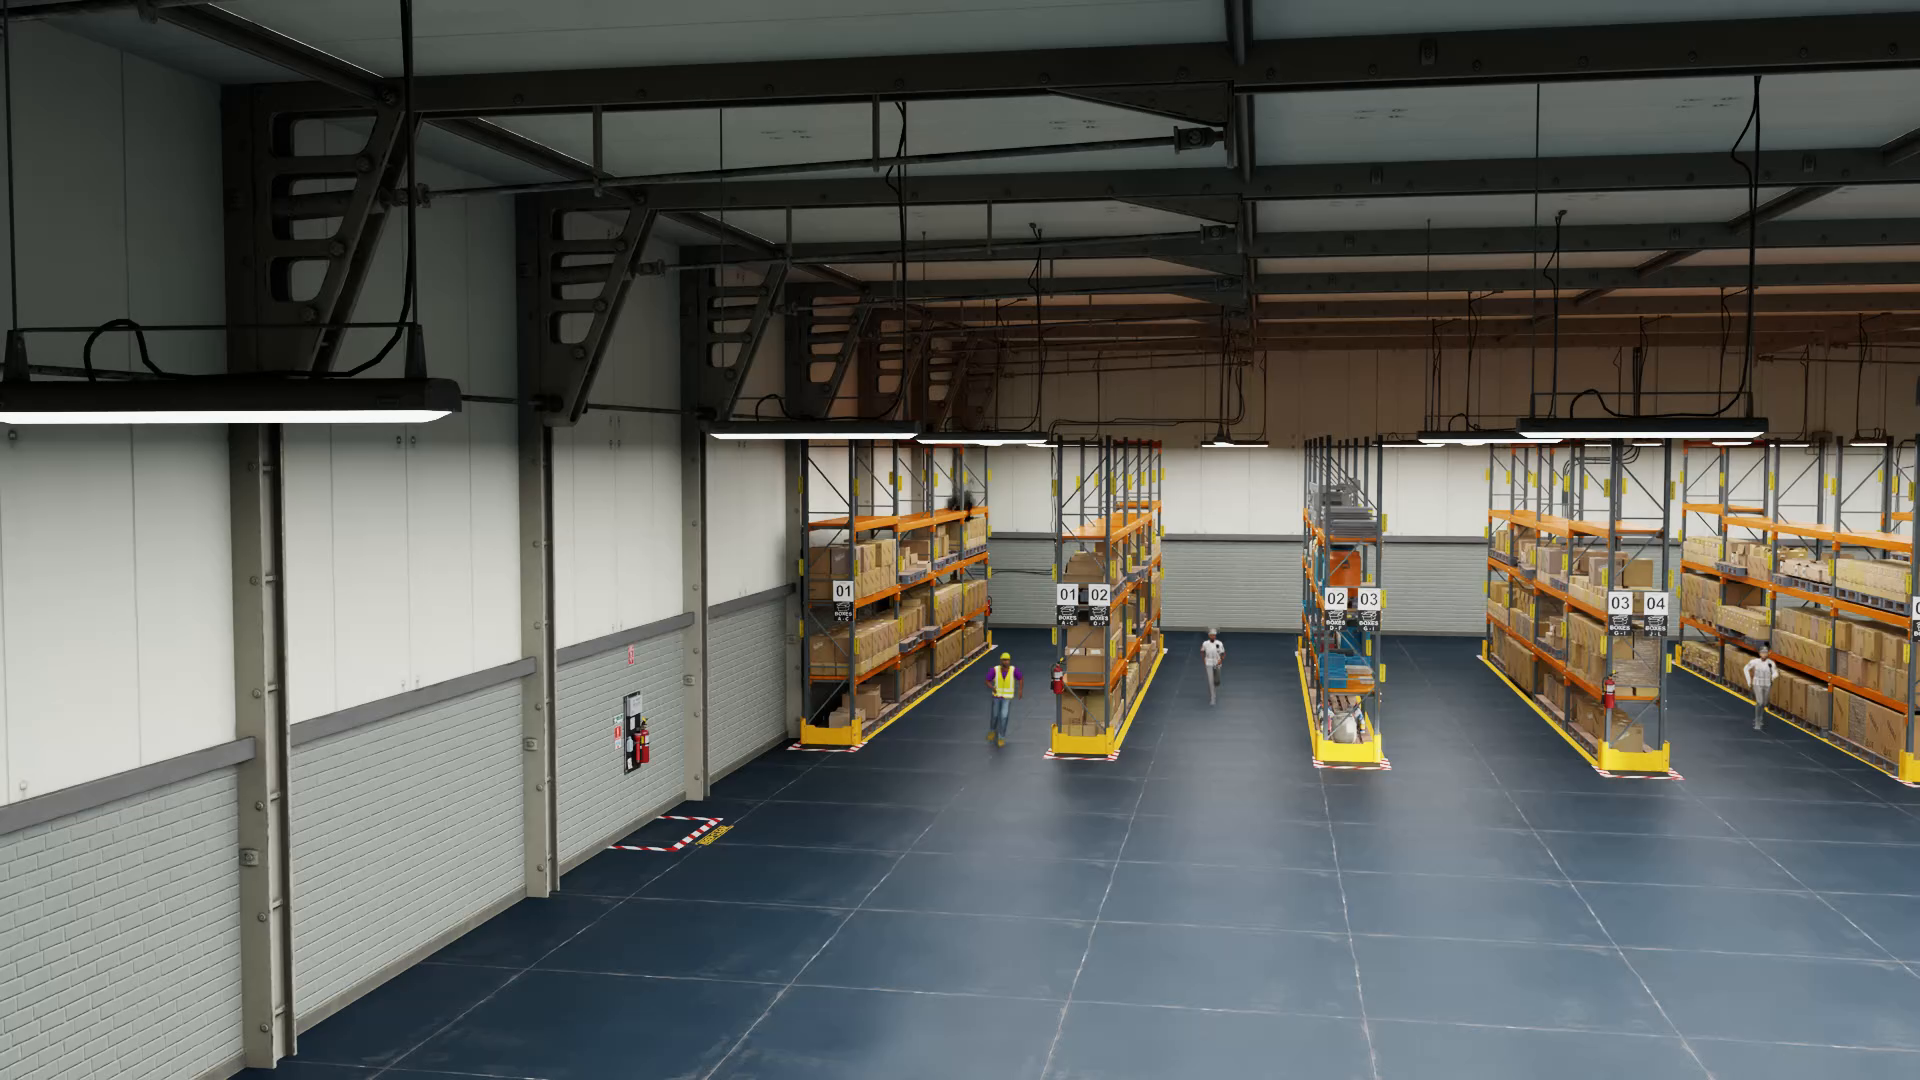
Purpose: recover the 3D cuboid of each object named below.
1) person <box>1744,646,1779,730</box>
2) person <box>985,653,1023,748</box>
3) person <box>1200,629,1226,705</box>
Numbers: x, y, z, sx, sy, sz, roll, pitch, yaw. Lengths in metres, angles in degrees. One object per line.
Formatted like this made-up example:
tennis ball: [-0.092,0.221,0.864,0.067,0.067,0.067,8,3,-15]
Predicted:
person: [16.499,3.043,34.195,0.605,1.748,0.730,0,3,7]
person: [0.848,3.088,32.359,0.743,1.808,0.818,0,3,3]
person: [5.762,2.863,37.855,0.552,1.698,0.992,0,3,0]
